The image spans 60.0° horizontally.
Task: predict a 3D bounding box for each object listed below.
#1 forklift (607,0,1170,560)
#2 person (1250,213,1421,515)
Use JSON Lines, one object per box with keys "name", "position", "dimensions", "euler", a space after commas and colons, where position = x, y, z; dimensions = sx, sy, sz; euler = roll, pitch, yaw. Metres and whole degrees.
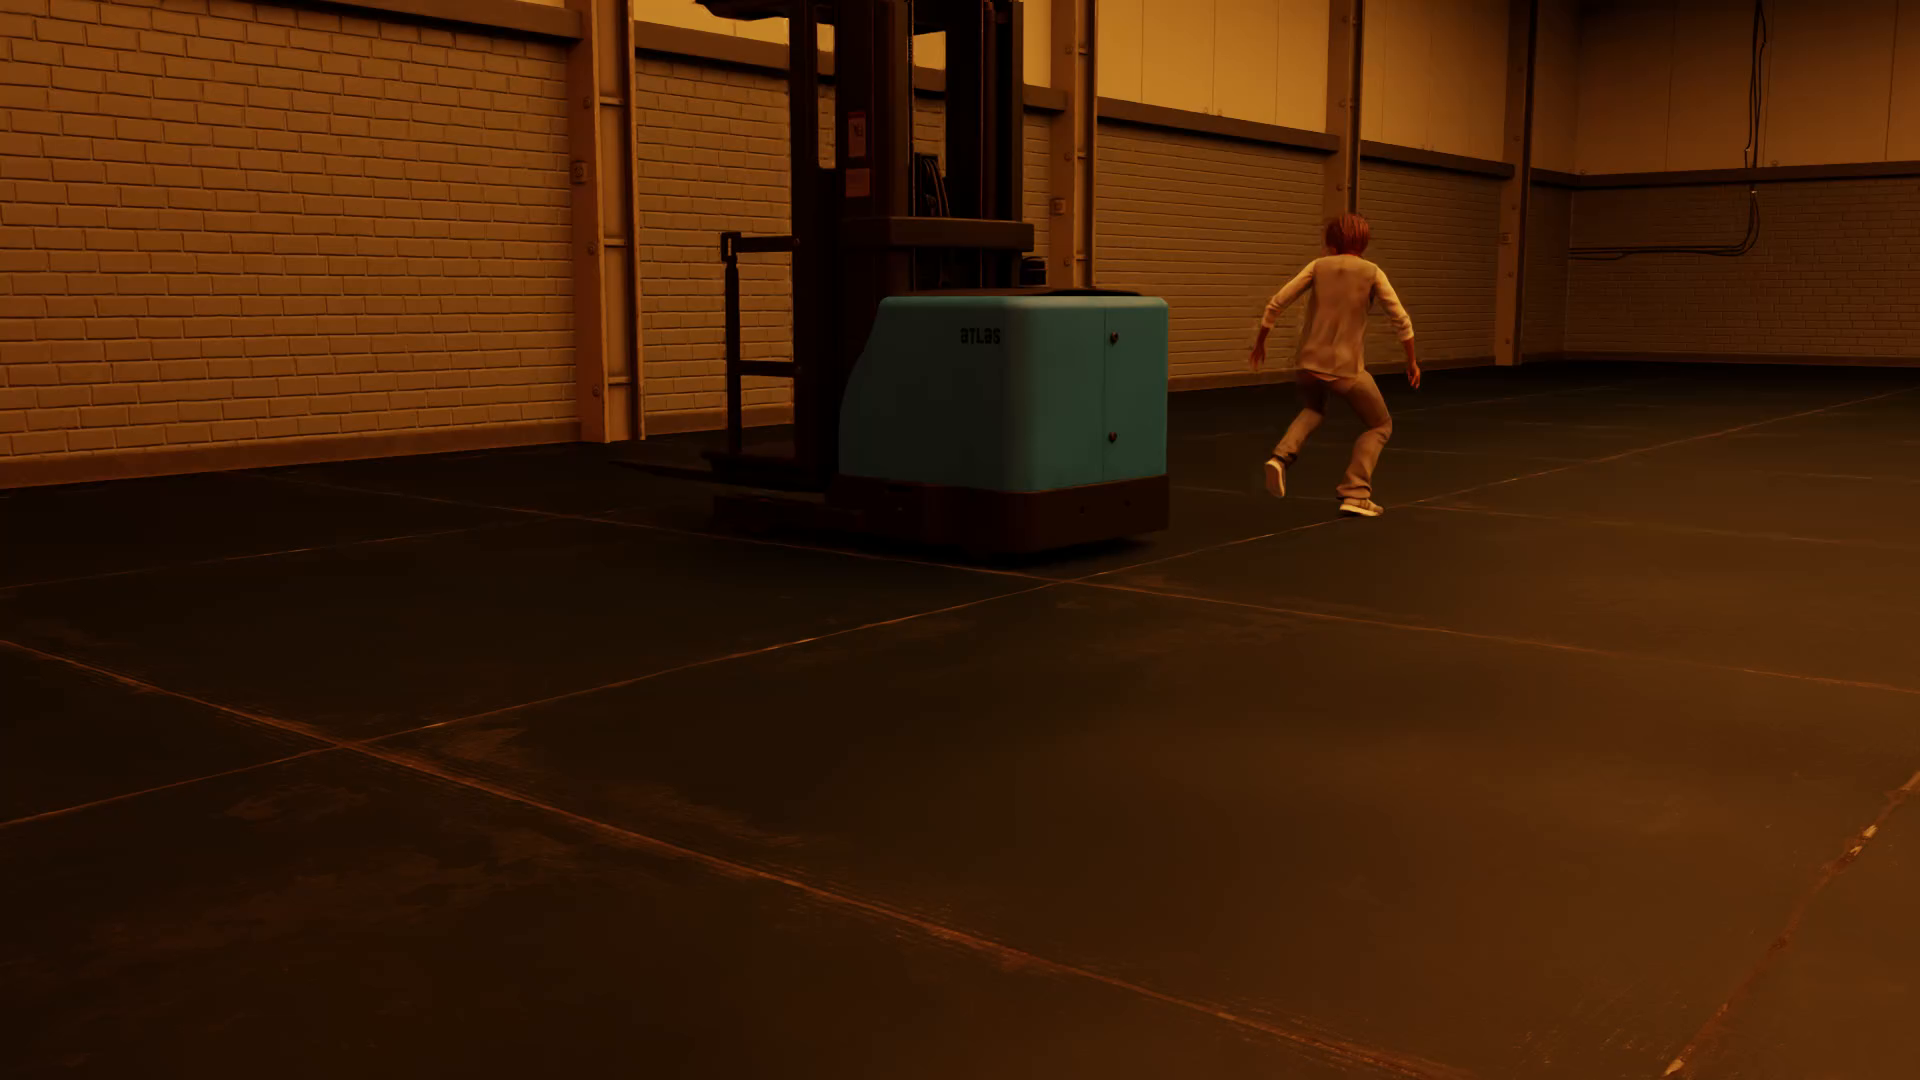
{"name": "forklift", "position": [-0.510, -1.527, 7.720], "dimensions": [3.031, 2.935, 1.130], "euler": [8, 11, 42]}
{"name": "person", "position": [1.860, -0.863, 8.276], "dimensions": [0.742, 1.493, 0.474], "euler": [6, 10, 37]}
